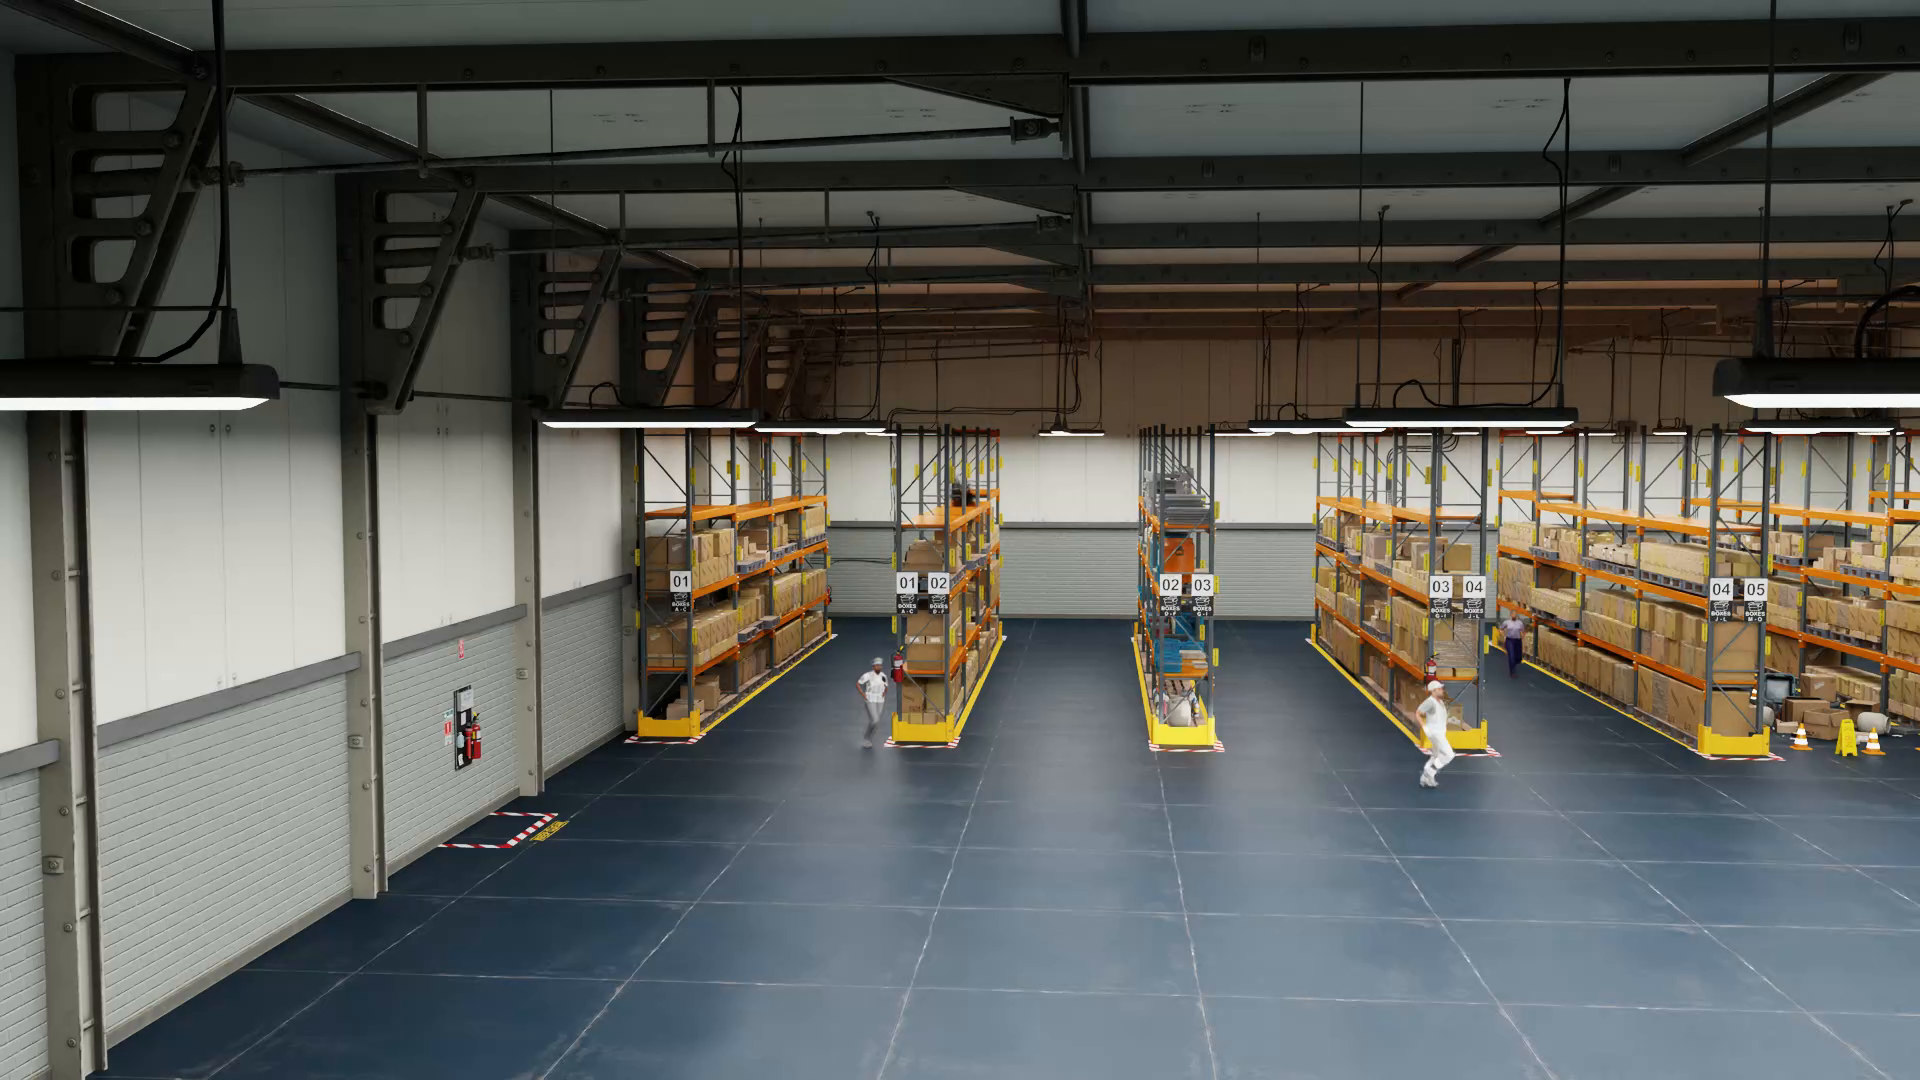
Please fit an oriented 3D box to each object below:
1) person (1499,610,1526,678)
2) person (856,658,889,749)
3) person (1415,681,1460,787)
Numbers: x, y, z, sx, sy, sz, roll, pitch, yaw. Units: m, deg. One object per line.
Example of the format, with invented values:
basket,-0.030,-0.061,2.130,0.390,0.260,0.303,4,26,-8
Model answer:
person,13.290,2.524,39.979,0.620,1.530,0.803,0,3,2
person,-1.573,3.015,30.796,0.603,1.687,0.590,-2,4,-32
person,7.828,3.173,27.166,0.642,1.742,0.649,2,4,32
